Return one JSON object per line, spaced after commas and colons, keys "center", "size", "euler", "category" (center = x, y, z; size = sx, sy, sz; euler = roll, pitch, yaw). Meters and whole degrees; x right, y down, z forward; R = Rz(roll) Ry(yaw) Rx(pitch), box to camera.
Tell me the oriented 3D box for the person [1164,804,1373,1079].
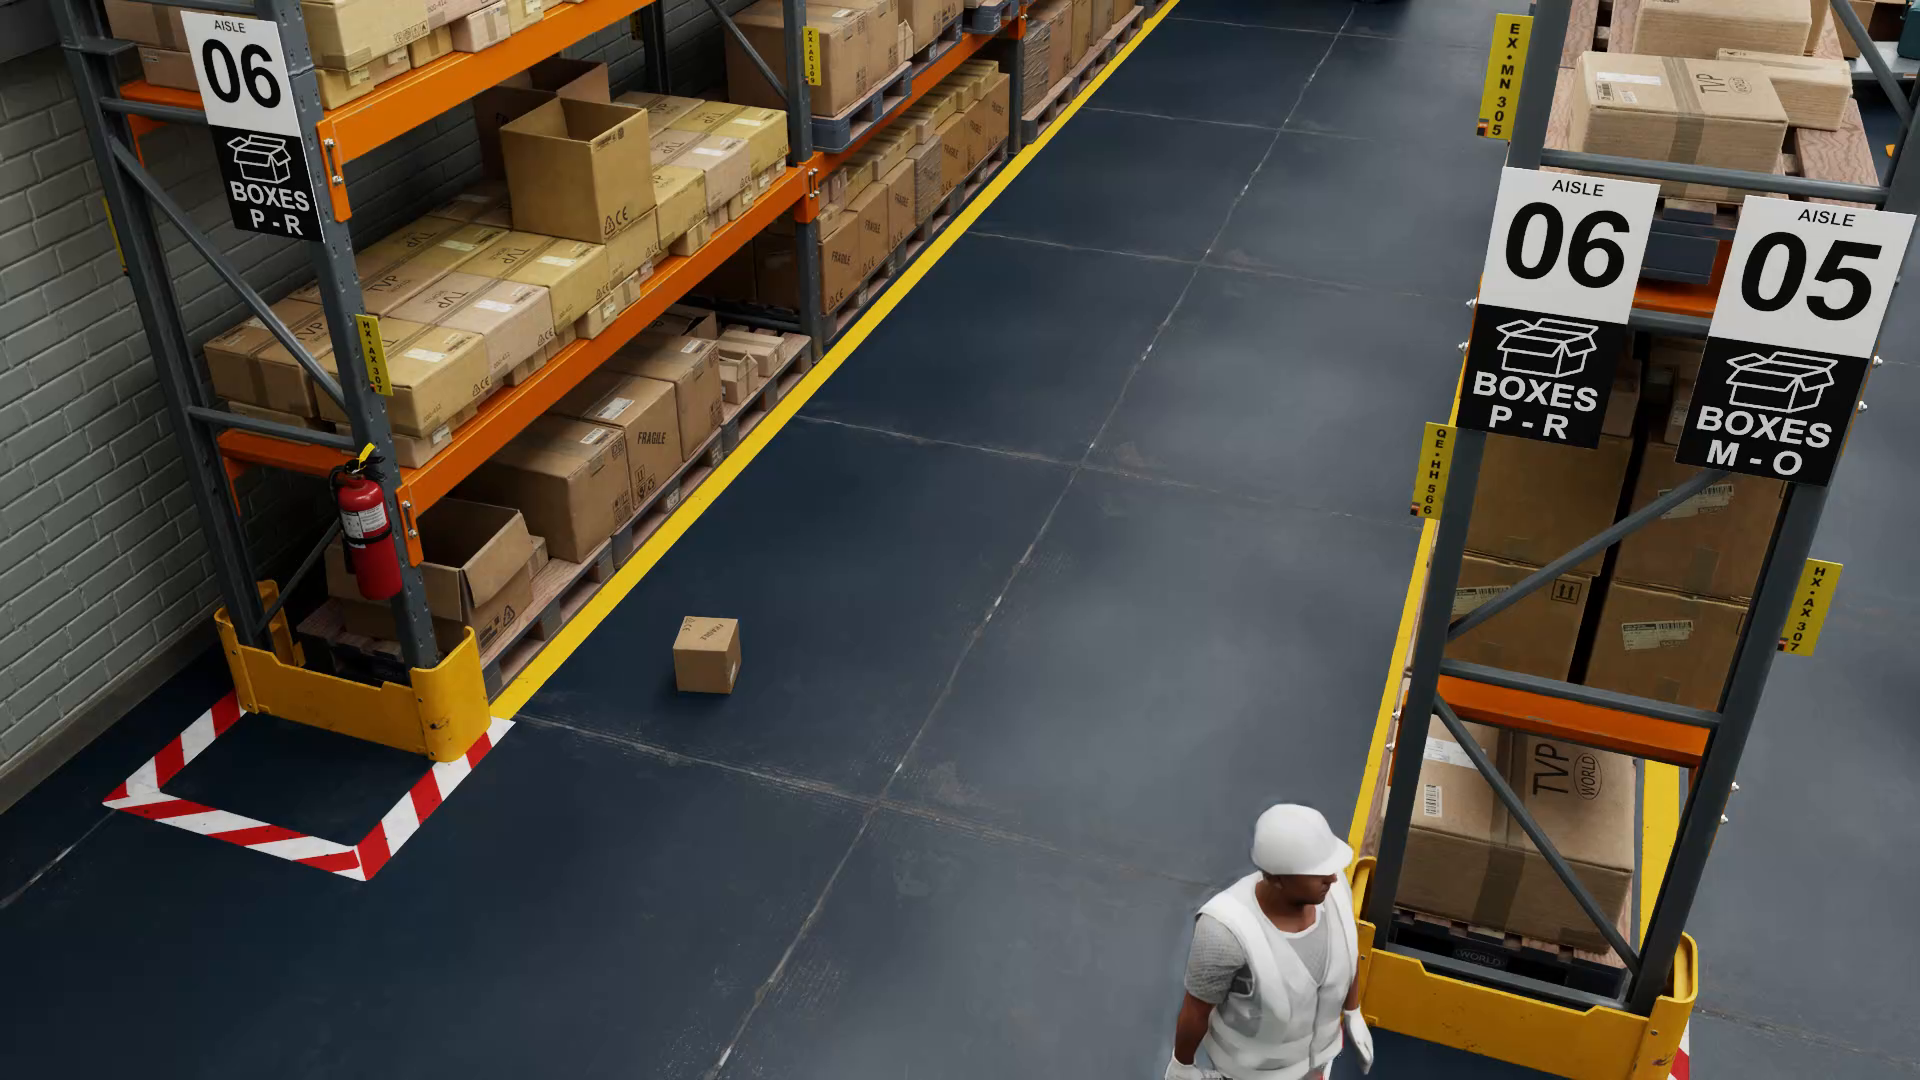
{"center": [0.924, 1.480, 4.838], "size": [0.608, 1.754, 0.978], "euler": [-20, 38, -28], "category": "person"}
